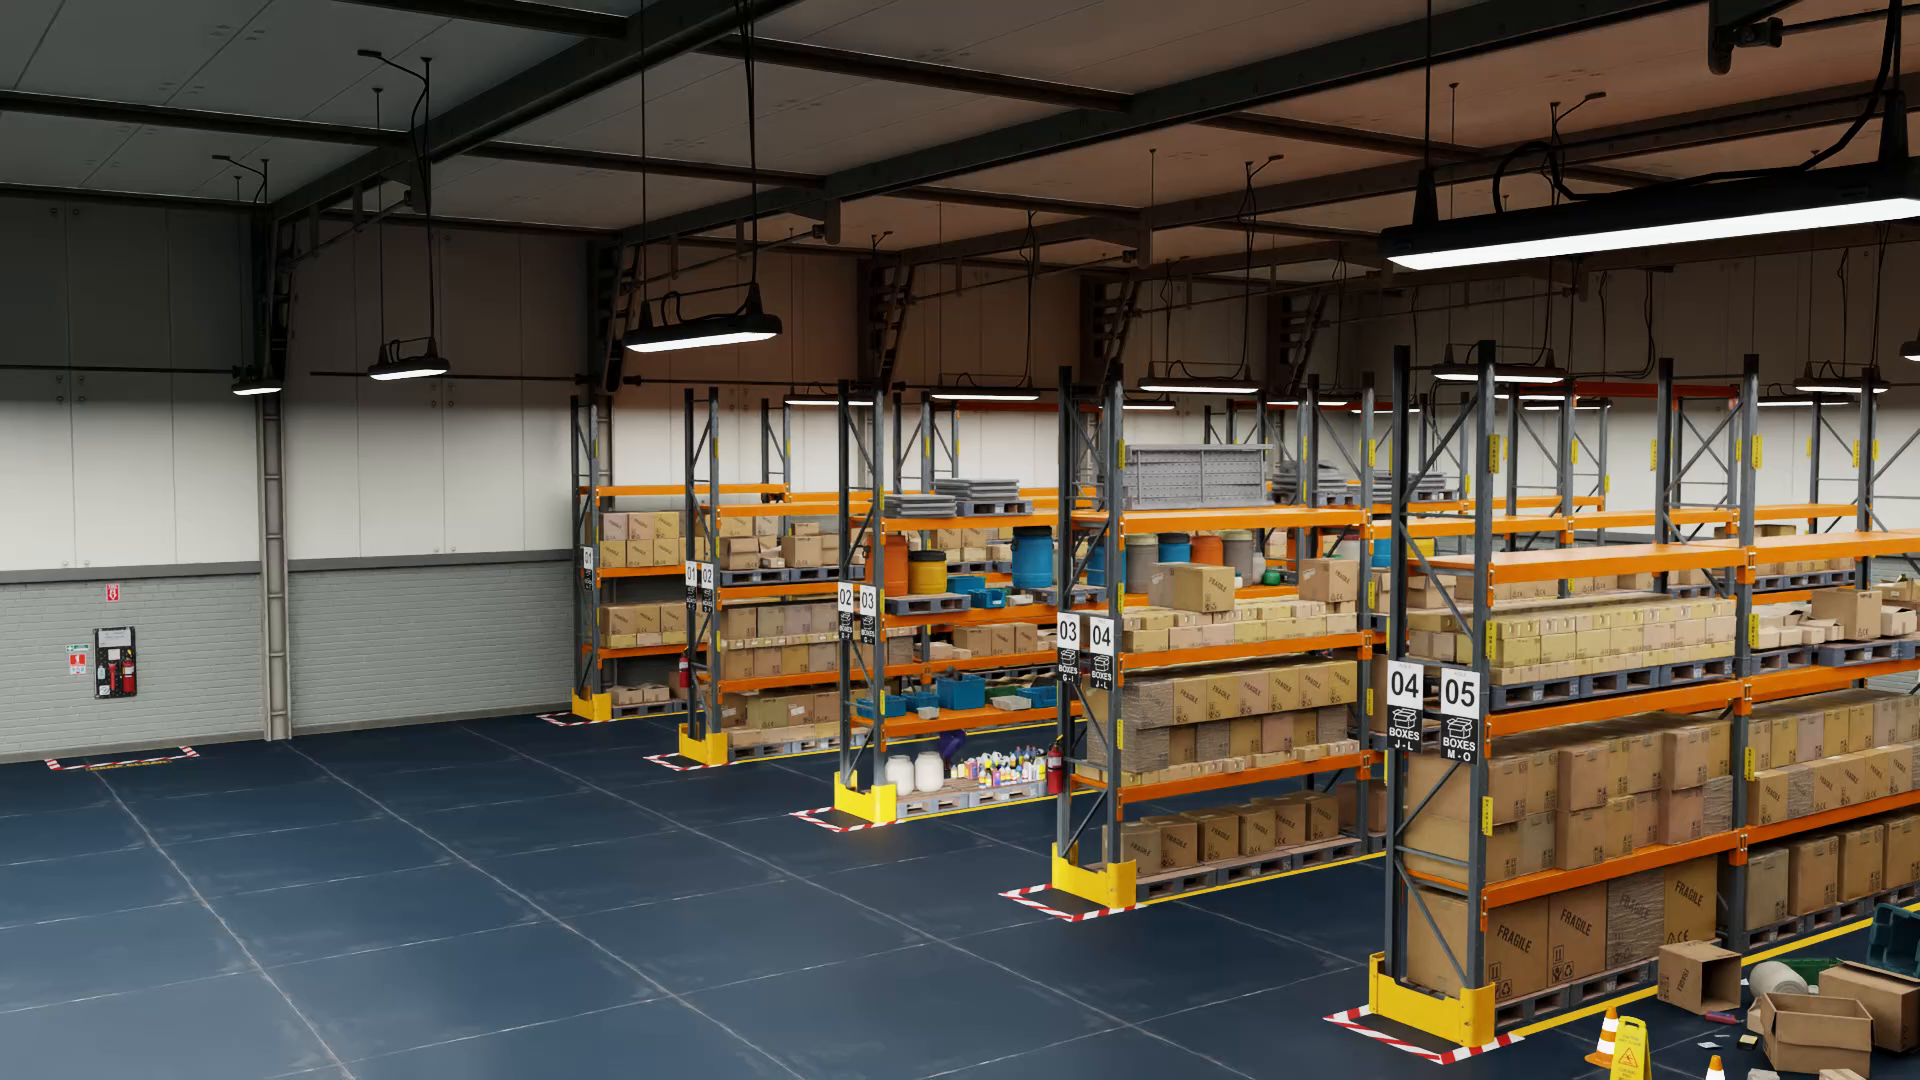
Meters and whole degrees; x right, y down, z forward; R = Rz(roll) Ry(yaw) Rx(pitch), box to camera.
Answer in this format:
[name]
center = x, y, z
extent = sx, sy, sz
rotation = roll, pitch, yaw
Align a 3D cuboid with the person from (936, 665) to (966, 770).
[person]
center = -0.191, 2.777, 25.981
extent = 0.462, 1.638, 0.527
rotation = -2, 4, -26
